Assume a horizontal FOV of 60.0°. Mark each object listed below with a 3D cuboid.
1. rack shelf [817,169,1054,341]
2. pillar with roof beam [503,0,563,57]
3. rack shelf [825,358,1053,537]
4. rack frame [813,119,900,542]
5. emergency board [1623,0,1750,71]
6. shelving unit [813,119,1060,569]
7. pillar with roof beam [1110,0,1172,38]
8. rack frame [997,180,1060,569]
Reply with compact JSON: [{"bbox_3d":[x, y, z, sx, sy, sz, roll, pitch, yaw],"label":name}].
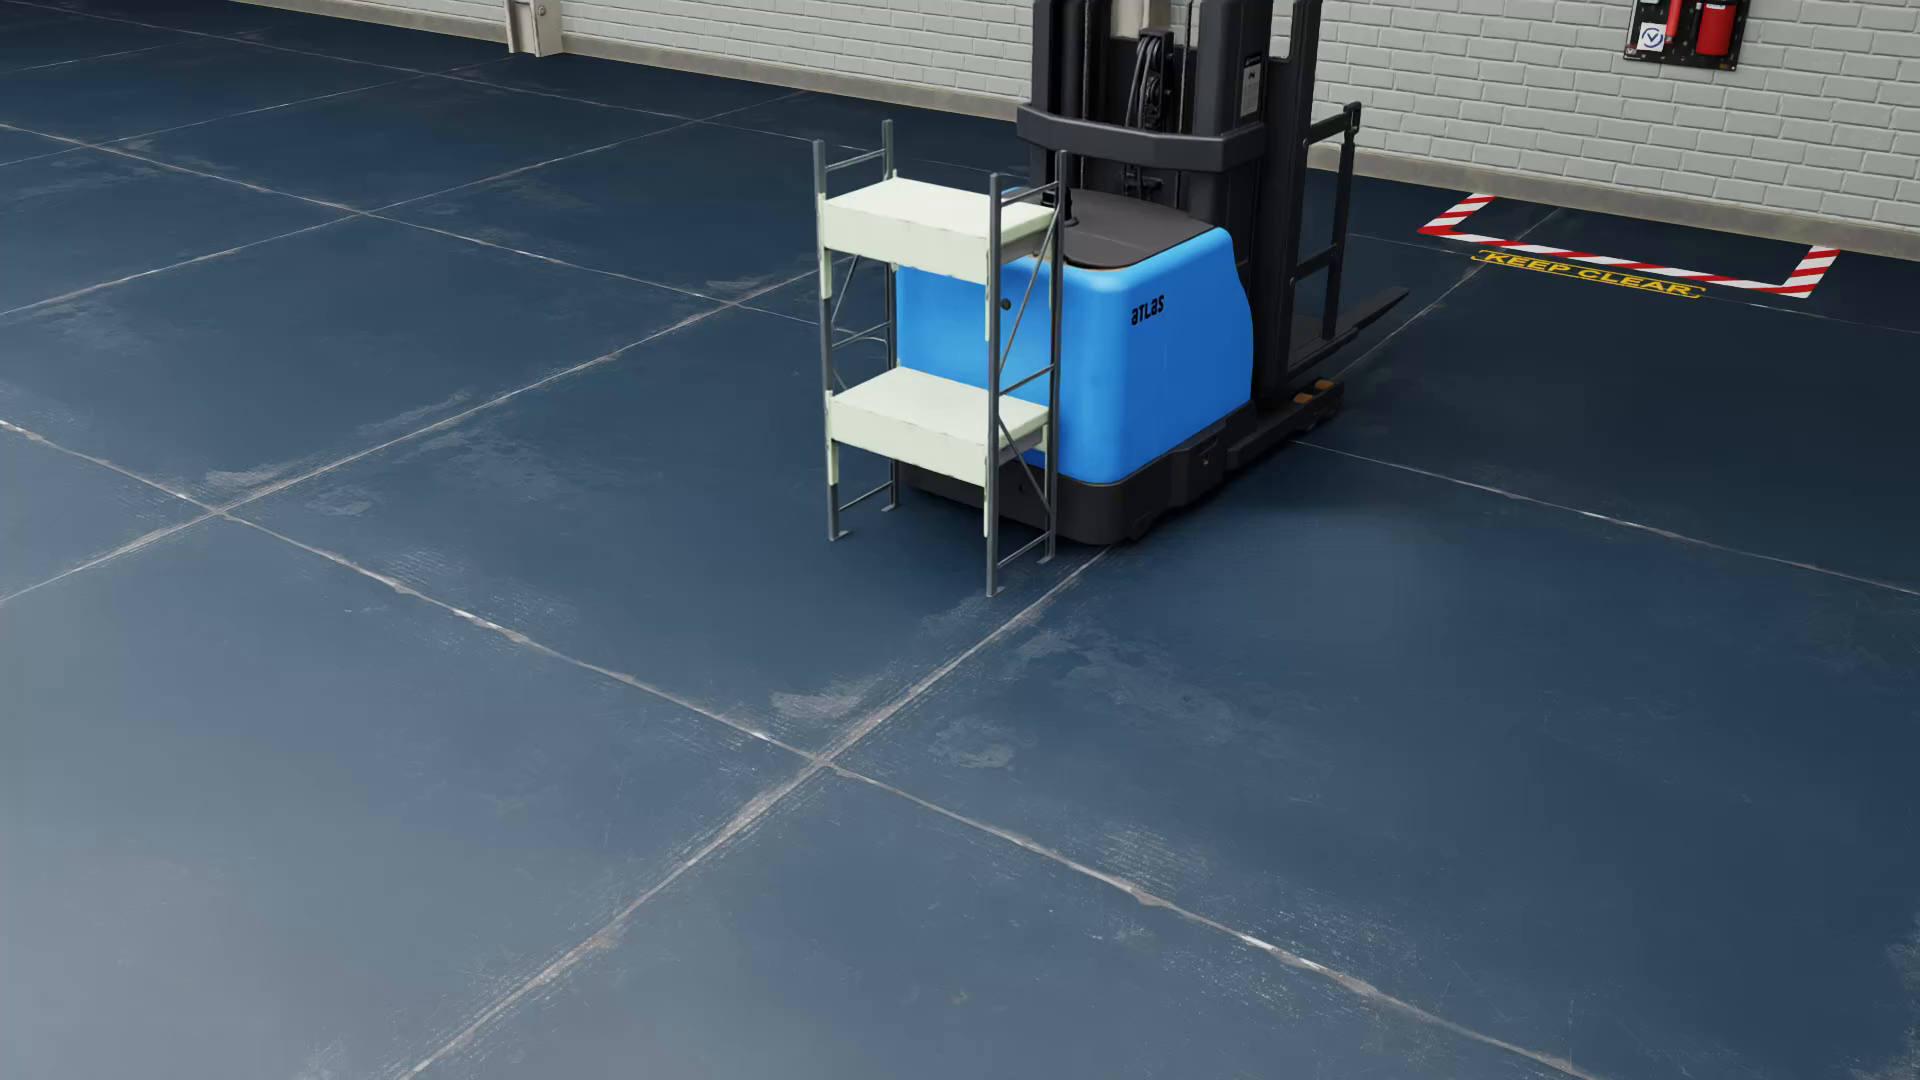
[{"bbox_3d":[-0.071,-0.984,5.670,0.720,0.370,0.431,19,32,32],"label":"rack shelf"},{"bbox_3d":[-6.192,-6.736,9.565,0.400,9.000,9.100,17,32,30],"label":"pillar with roof beam"},{"bbox_3d":[-0.071,-0.346,5.995,0.720,0.370,0.431,19,32,32],"label":"rack shelf"},{"bbox_3d":[-0.364,-0.736,6.043,0.023,1.500,0.400,19,32,32],"label":"rack frame"},{"bbox_3d":[4.122,-3.239,9.308,0.643,1.169,0.194,17,32,30],"label":"emergency board"},{"bbox_3d":[-0.074,-0.637,5.849,0.748,1.500,0.431,19,32,32],"label":"shelving unit"},{"bbox_3d":[-1.246,-5.196,6.538,0.400,9.000,9.100,17,32,30],"label":"pillar with roof beam"},{"bbox_3d":[0.221,-0.536,5.650,0.010,1.308,0.380,19,32,32],"label":"rack frame"}]
